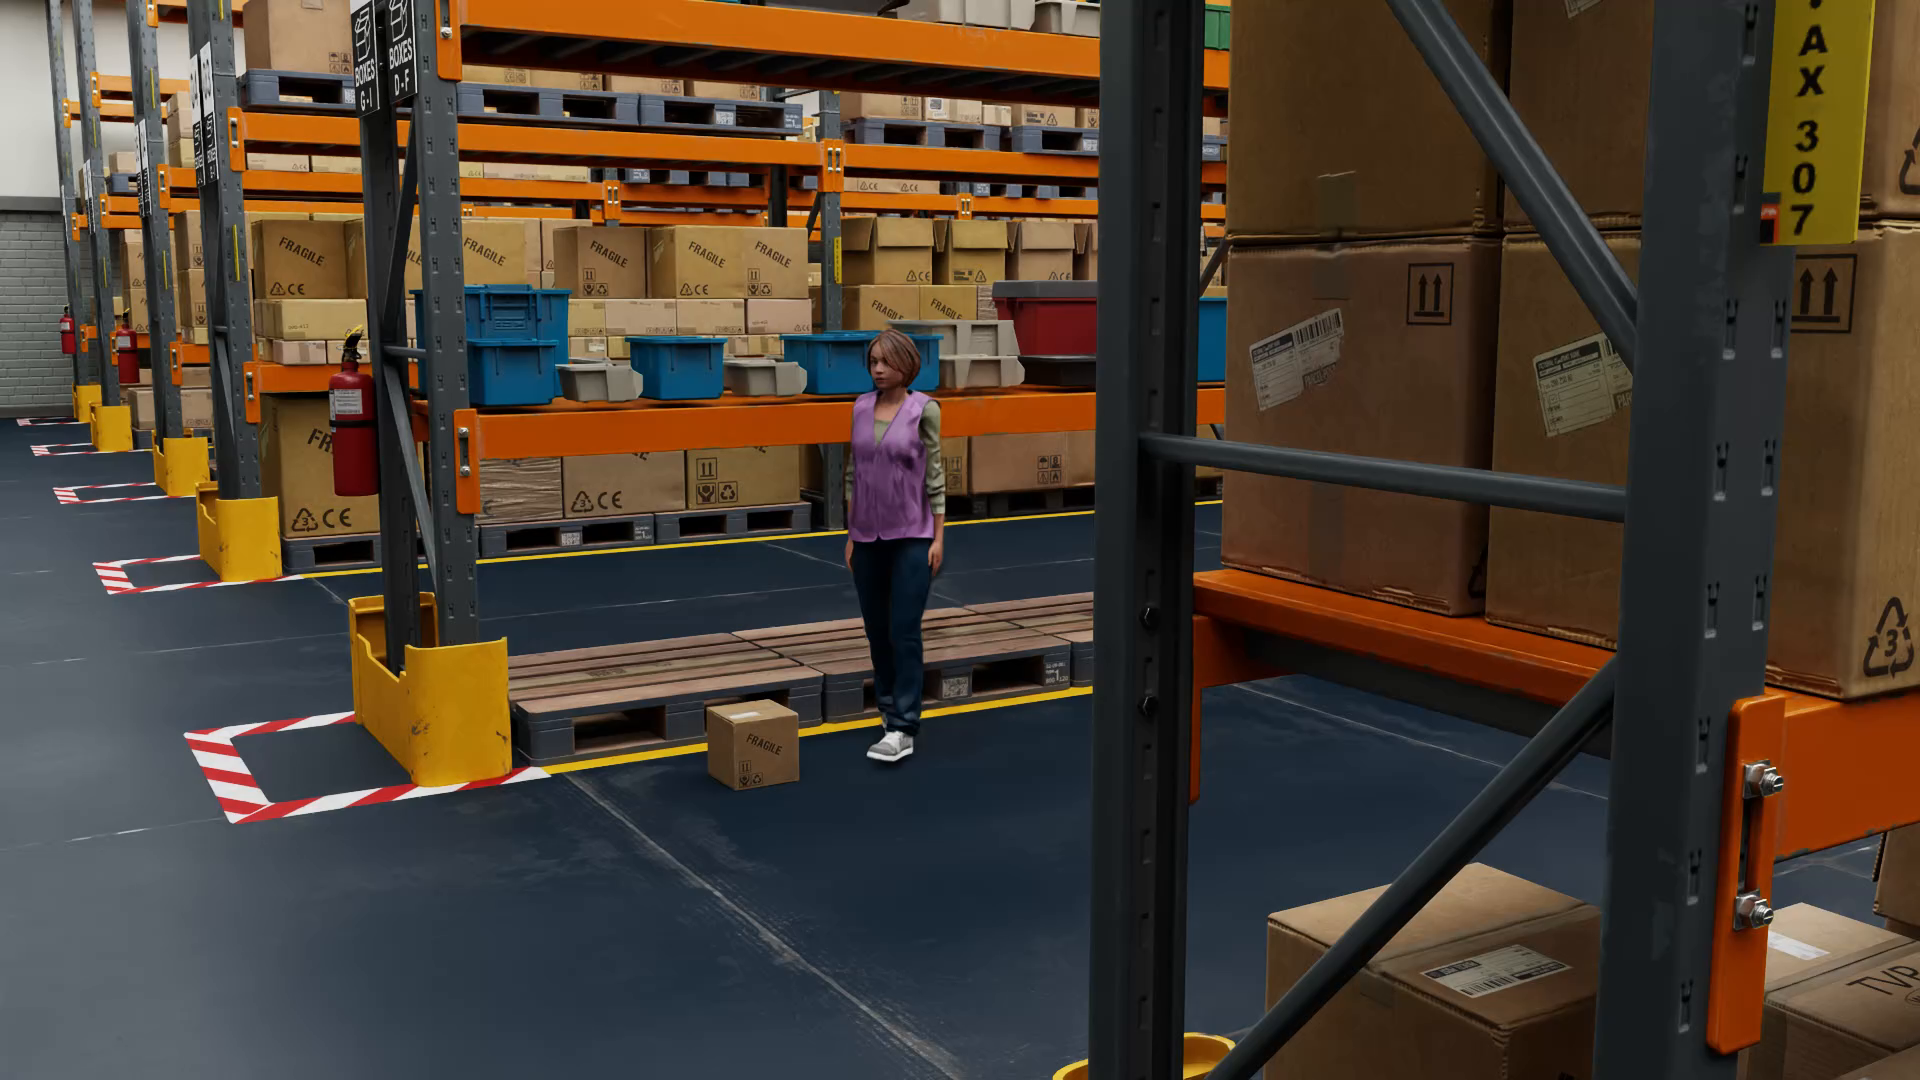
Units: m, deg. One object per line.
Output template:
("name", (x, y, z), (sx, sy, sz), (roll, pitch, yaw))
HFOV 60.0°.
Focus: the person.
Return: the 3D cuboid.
("person", (-0.272, 0.006, 6.263), (0.417, 1.589, 0.605), (4, 9, 23))
